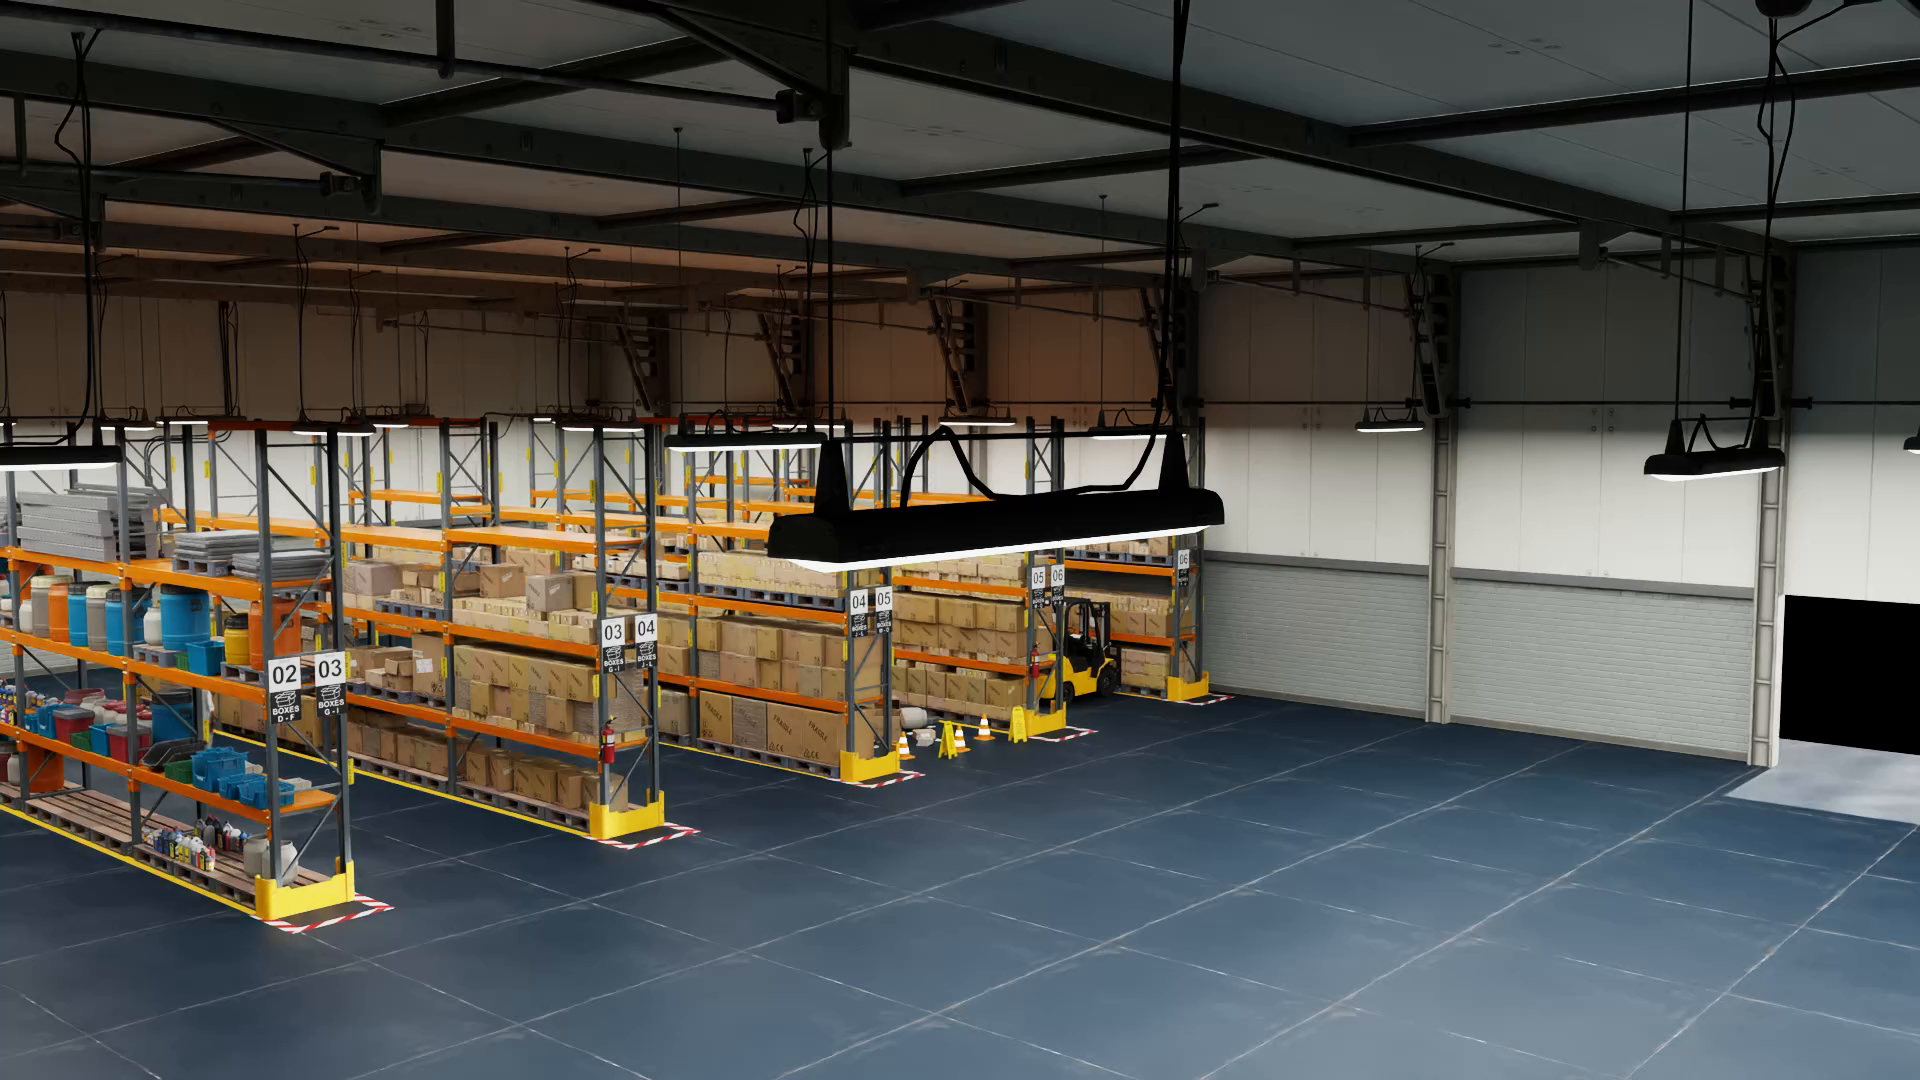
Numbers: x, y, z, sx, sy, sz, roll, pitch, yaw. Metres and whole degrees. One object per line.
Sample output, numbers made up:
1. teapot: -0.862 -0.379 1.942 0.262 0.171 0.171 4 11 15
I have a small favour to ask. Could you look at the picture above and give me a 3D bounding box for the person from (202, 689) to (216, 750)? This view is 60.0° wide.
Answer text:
1. person: -13.162 3.147 28.841 0.460 1.551 0.429 -3 5 -29
